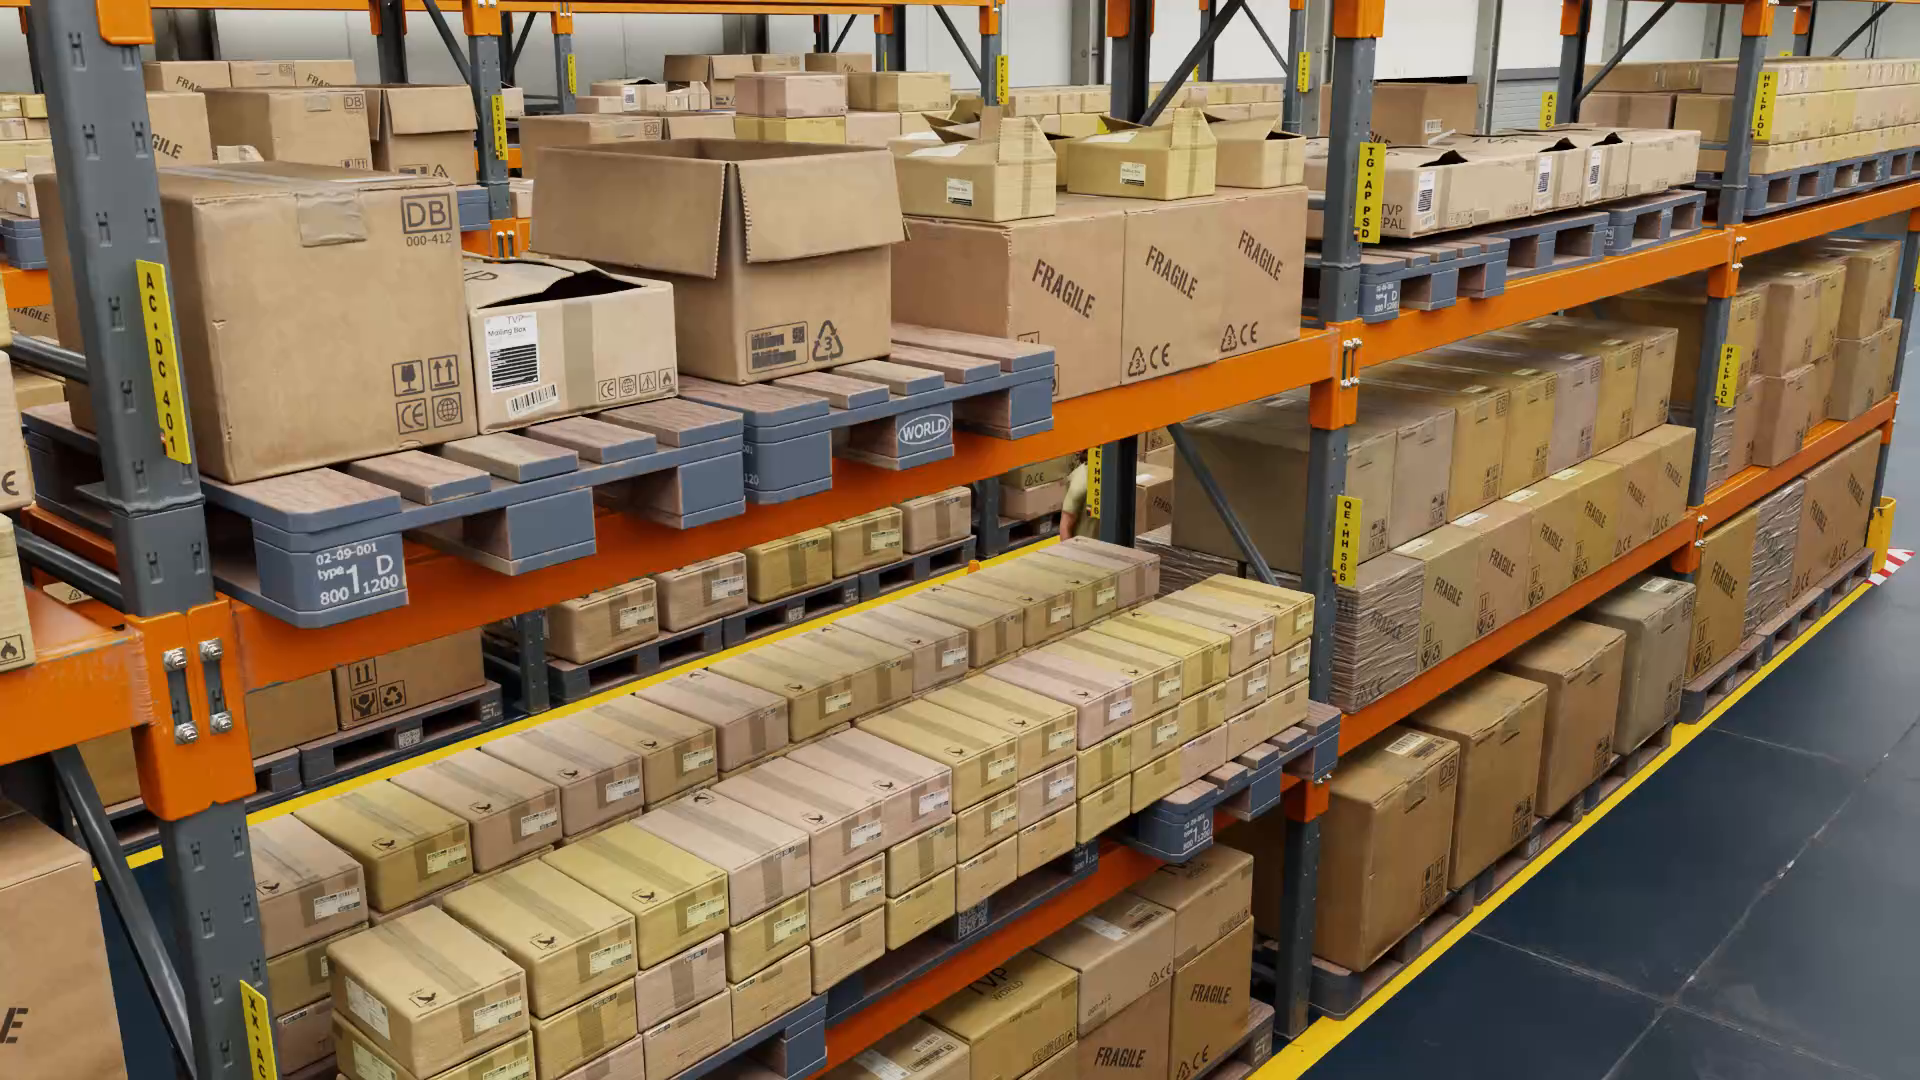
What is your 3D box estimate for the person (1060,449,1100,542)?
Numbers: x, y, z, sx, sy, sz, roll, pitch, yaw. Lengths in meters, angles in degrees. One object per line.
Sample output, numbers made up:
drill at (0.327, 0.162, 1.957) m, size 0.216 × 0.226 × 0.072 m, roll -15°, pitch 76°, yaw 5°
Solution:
person at (0.767, 0.135, 9.606) m, size 0.355 × 1.673 × 0.522 m, roll 13°, pitch 21°, yaw 37°
